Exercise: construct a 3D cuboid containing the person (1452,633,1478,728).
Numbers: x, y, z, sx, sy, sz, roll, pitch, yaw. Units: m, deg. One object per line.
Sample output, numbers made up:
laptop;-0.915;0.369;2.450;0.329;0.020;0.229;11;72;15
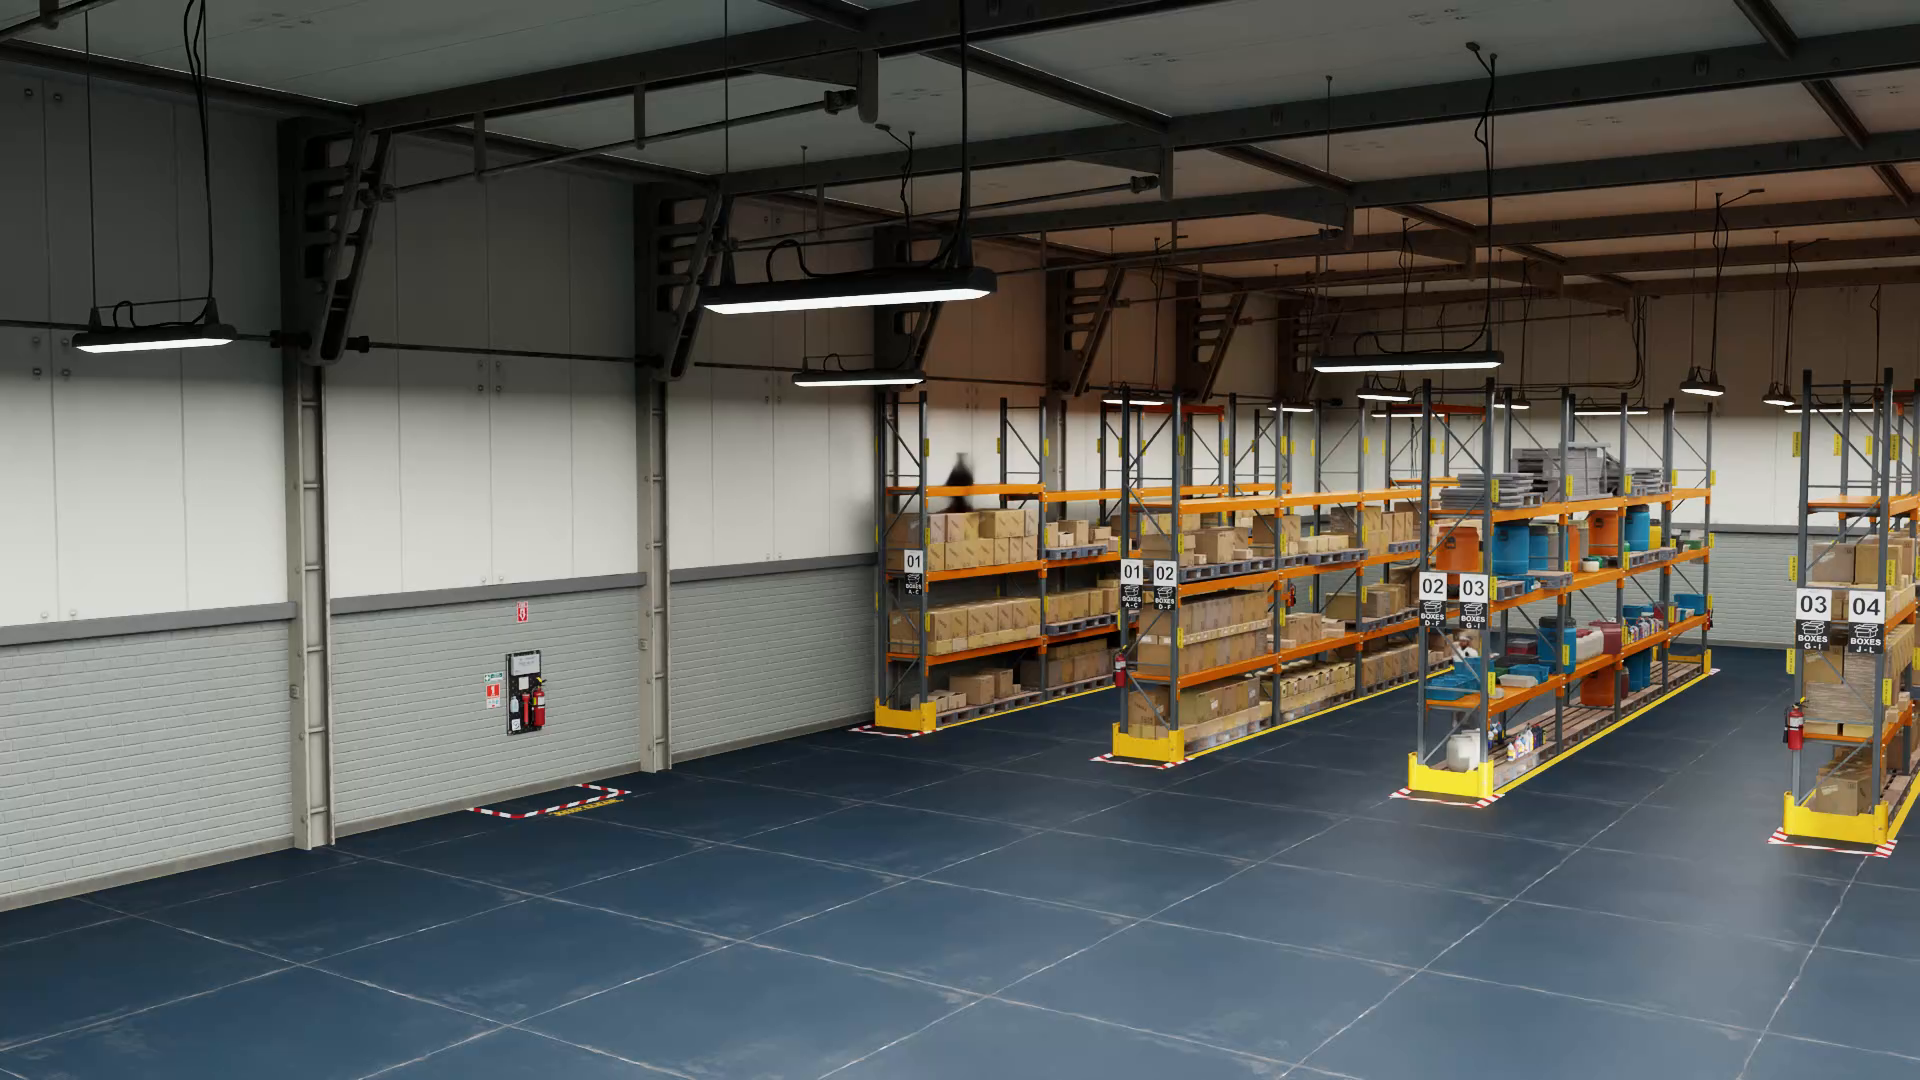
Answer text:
person;9.032;2.522;29.774;0.552;1.742;0.719;2;4;32
